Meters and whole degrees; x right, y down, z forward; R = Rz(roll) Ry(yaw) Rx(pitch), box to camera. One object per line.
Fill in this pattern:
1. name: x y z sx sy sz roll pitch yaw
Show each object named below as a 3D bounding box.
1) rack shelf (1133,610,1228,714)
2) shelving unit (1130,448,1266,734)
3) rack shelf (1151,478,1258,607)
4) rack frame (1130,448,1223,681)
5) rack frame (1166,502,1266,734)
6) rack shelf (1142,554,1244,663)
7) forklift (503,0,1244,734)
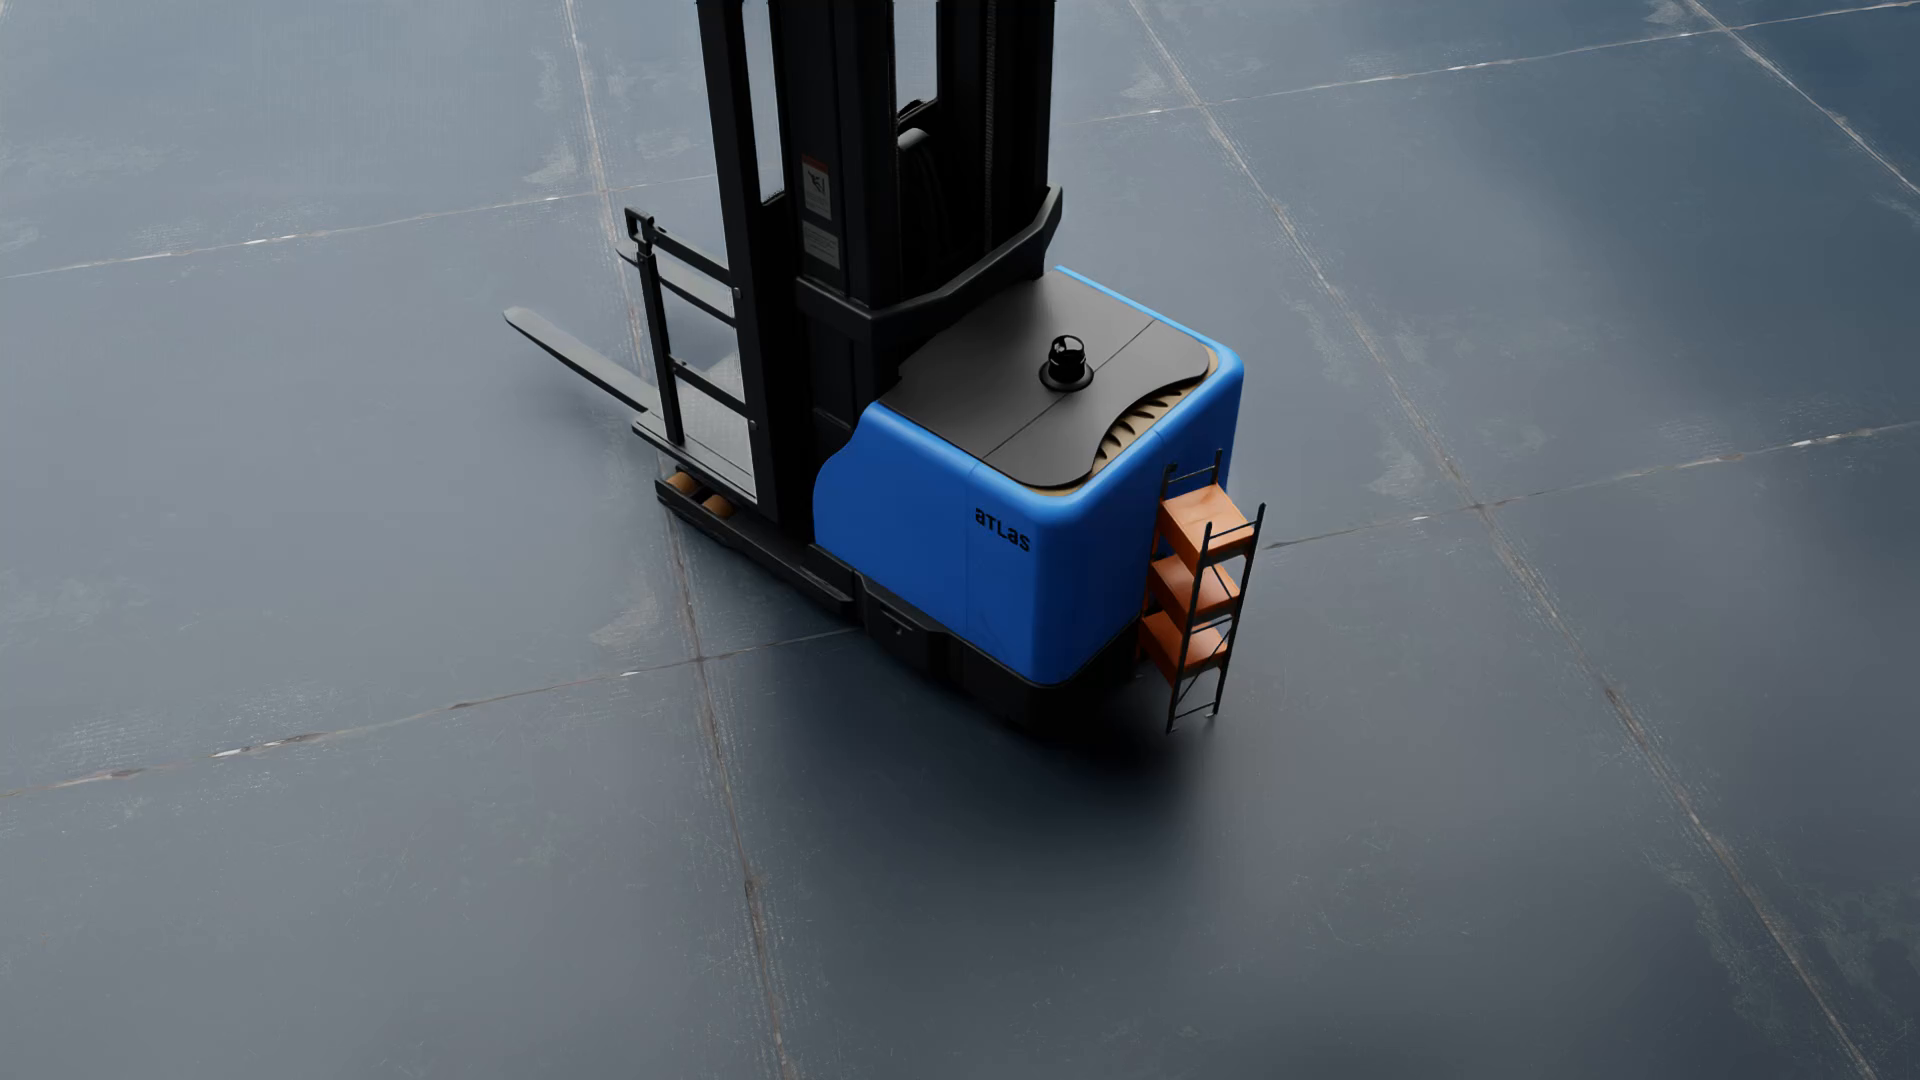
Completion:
1. rack shelf: 0.738 0.381 5.537 0.215 0.259 0.240 -19 51 -18
2. shelving unit: 0.744 0.188 5.322 0.215 1.050 0.252 -19 51 -18
3. rack shelf: 0.750 0.006 5.119 0.215 0.259 0.240 -19 51 -18
4. rack frame: 0.692 0.106 5.395 0.200 1.050 0.008 -19 51 -18
5. rack frame: 0.797 0.271 5.249 0.200 1.050 0.008 -19 51 -18
6. rack shelf: 0.744 0.196 5.330 0.215 0.259 0.240 -19 51 -18
7. forklift: -0.518 -1.285 5.458 3.031 2.935 1.130 31 53 27
